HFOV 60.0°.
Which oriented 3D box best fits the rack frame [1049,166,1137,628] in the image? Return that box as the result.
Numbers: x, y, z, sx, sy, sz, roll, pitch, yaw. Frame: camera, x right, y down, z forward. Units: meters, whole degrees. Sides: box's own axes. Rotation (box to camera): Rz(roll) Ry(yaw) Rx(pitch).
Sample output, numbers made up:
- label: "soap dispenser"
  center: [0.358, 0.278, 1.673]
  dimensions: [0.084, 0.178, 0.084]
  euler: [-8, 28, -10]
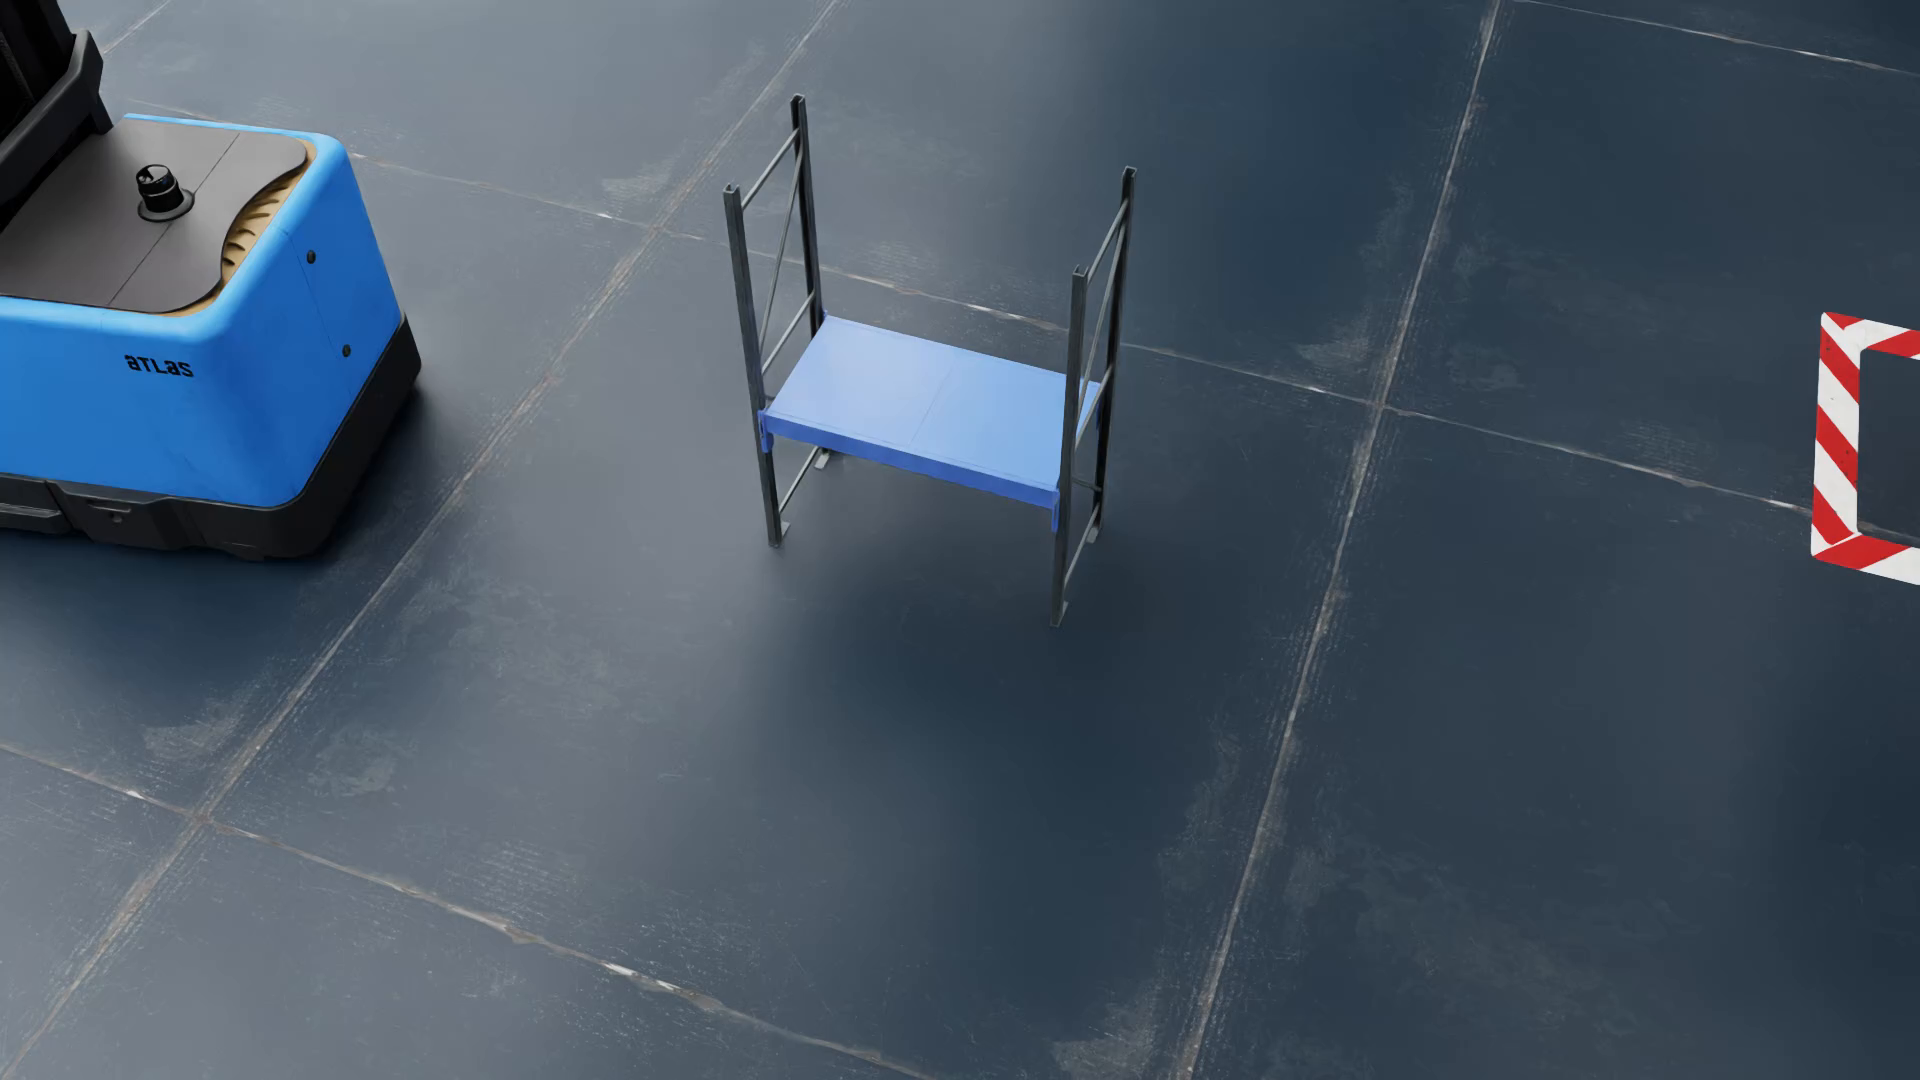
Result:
- label: "rack frame"
  center: [0.397, -0.380, 5.087]
  dimensions: [0.032, 1.500, 0.500]
  euler: [16, 51, 13]

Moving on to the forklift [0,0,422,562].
- label: "forklift"
  center: [-3.578, -1.424, 5.045]
  dimensions: [3.031, 2.935, 1.130]
  euler: [7, 49, 6]

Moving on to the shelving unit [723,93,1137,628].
- label: "shelving unit"
  center: [-0.080, -0.514, 5.203]
  dimensions: [1.048, 1.500, 0.538]
  euler: [16, 51, 13]

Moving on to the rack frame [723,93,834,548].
- label: "rack frame"
  center: [-0.557, -0.647, 5.318]
  dimensions: [0.032, 1.500, 0.500]
  euler: [16, 51, 13]

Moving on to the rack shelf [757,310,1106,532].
- label: "rack shelf"
  center: [-0.080, -0.396, 5.339]
  dimensions: [1.000, 0.185, 0.538]
  euler: [16, 51, 13]
